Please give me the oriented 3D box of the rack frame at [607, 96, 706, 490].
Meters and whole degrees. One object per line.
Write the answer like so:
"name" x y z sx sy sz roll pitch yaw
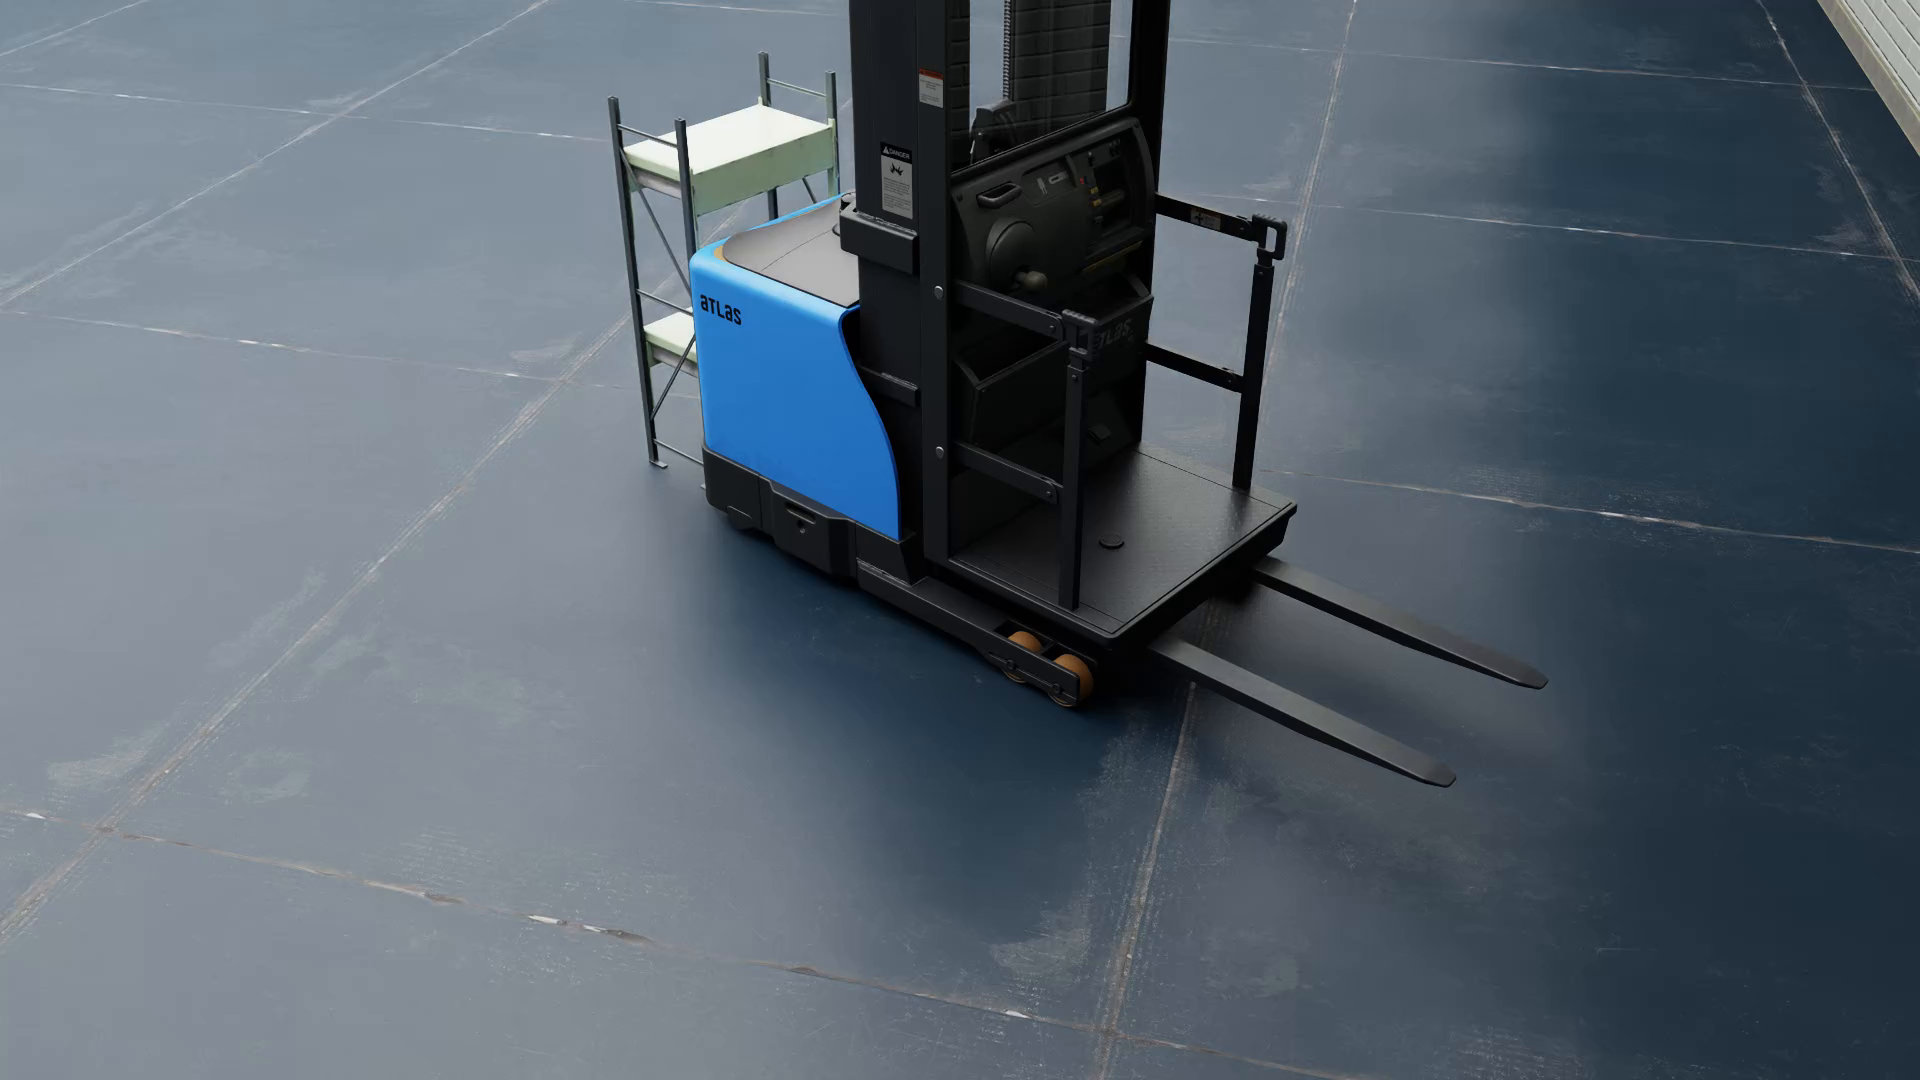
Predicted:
"rack frame" -1.104 -0.885 6.244 0.400 1.500 0.023 25 40 34

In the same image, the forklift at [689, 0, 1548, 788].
"forklift" 0.468 -1.016 5.117 3.031 2.935 1.130 25 40 34

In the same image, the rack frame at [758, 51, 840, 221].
"rack frame" -0.622 -1.180 6.708 0.400 1.500 0.023 25 40 34

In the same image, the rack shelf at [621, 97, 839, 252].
"rack shelf" -0.863 -1.362 6.267 0.431 0.370 0.720 25 40 34

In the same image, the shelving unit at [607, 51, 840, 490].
"shelving unit" -0.863 -1.032 6.476 0.431 1.500 0.755 25 40 34

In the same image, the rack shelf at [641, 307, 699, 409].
"rack shelf" -0.863 -0.757 6.651 0.431 0.370 0.720 25 40 34
